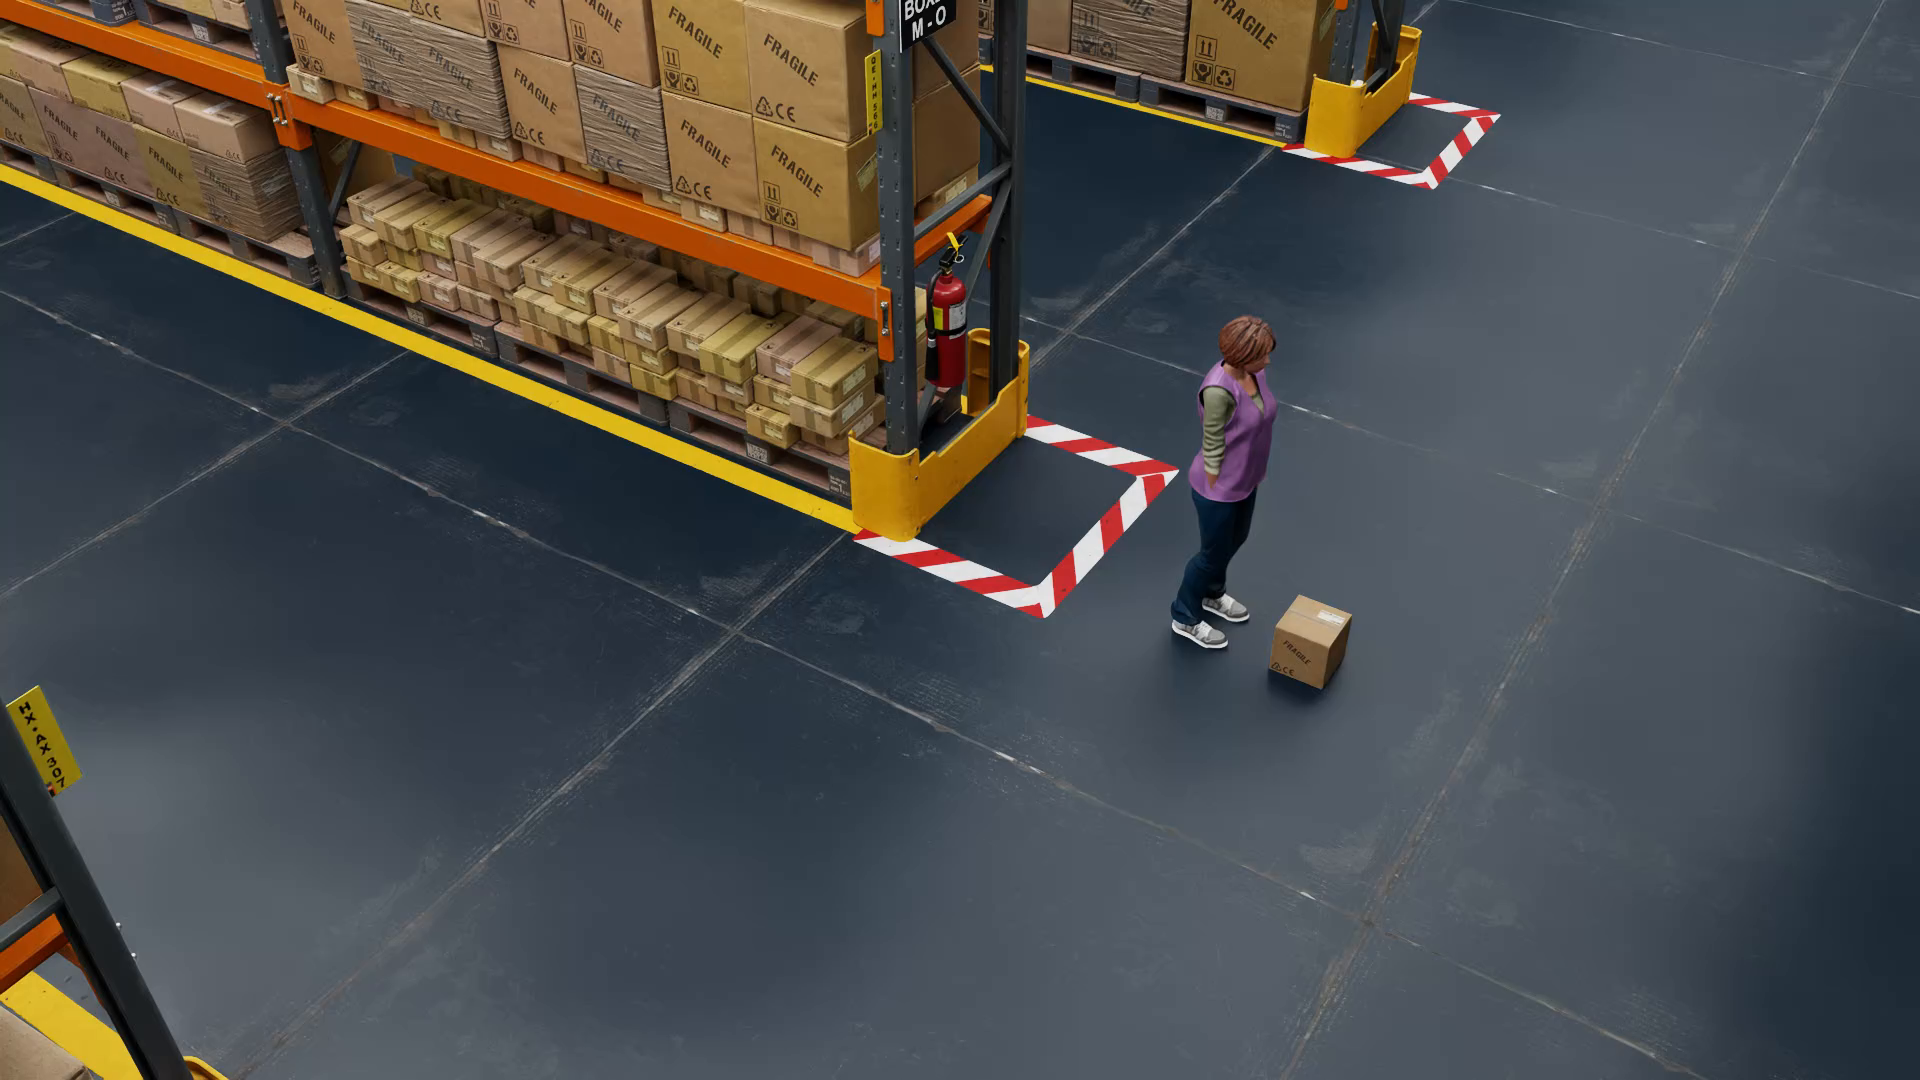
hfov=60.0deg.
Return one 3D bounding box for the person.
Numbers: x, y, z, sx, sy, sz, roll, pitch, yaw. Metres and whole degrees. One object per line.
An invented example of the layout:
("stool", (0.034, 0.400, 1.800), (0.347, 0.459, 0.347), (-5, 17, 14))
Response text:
("person", (1.130, -0.250, 7.007), (0.300, 1.591, 0.407), (23, 44, 26))
